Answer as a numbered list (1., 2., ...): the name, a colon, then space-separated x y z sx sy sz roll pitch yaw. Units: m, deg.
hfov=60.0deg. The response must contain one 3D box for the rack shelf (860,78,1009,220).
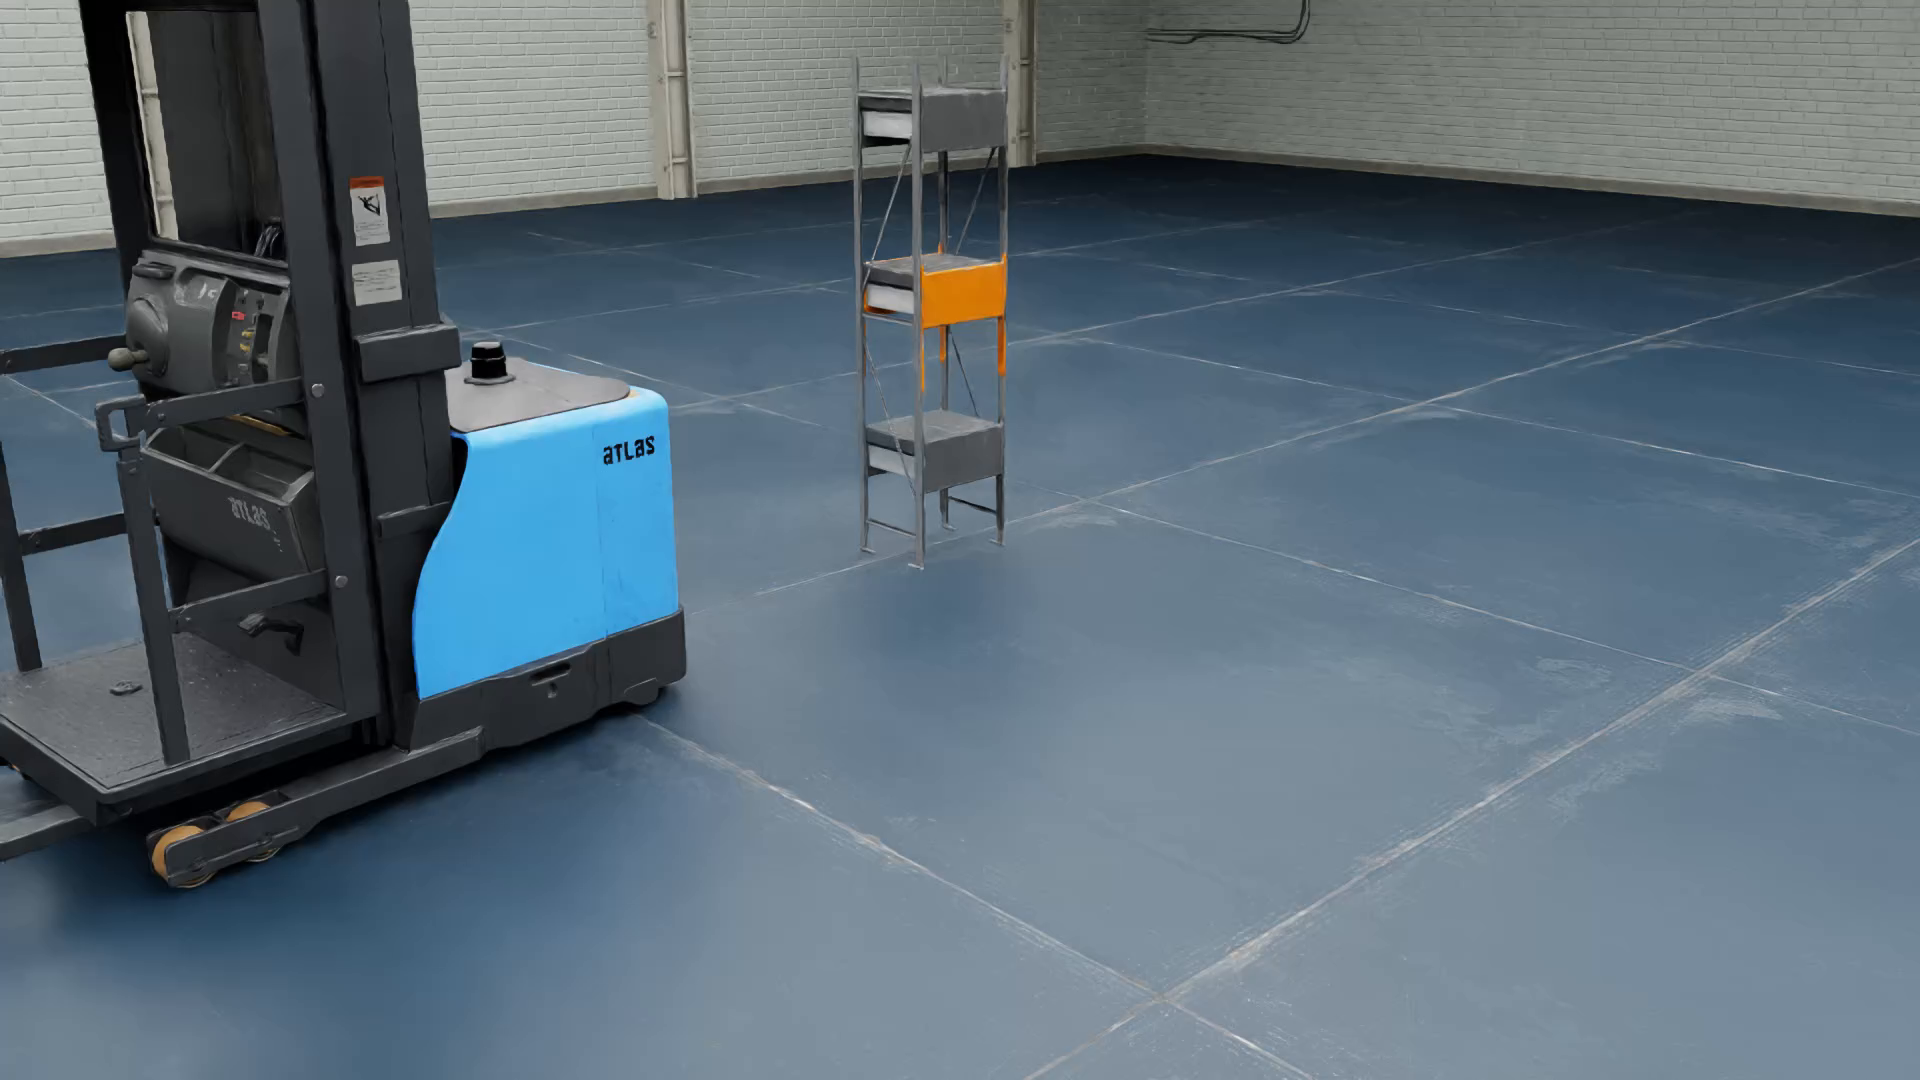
1. rack shelf: -0.120 -1.617 6.841 0.480 0.518 0.431 -16 24 -41

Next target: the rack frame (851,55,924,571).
1. rack frame: -0.298 -0.912 6.893 0.015 2.100 0.400 -16 24 -41

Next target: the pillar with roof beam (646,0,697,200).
1. pillar with roof beam: -0.533 -7.541 16.153 0.400 9.000 9.100 -16 24 -41

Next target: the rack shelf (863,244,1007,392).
1. rack shelf: -0.120 -0.951 7.057 0.480 0.518 0.431 -16 24 -41

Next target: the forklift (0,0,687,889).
1. forklift: -2.305 -0.618 4.637 1.130 2.935 3.031 15 23 39

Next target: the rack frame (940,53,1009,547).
1. rack frame: 0.057 -1.015 7.212 0.015 2.100 0.400 -16 24 -41

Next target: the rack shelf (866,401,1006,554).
1. rack shelf: -0.120 -0.285 7.273 0.480 0.518 0.431 -16 24 -41

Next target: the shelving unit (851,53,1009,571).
1. shelving unit: -0.120 -0.964 7.053 0.503 2.100 0.431 -16 24 -41

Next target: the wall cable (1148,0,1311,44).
1. wall cable: 3.918 -8.628 24.540 0.112 2.526 3.097 -16 24 -41

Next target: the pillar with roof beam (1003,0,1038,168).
1. pillar with roof beam: 3.826 -8.813 20.075 0.400 9.000 9.100 -16 24 -41

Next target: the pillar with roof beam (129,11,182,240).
1. pillar with roof beam: -4.893 -6.270 12.232 0.400 9.000 9.100 -16 24 -41
